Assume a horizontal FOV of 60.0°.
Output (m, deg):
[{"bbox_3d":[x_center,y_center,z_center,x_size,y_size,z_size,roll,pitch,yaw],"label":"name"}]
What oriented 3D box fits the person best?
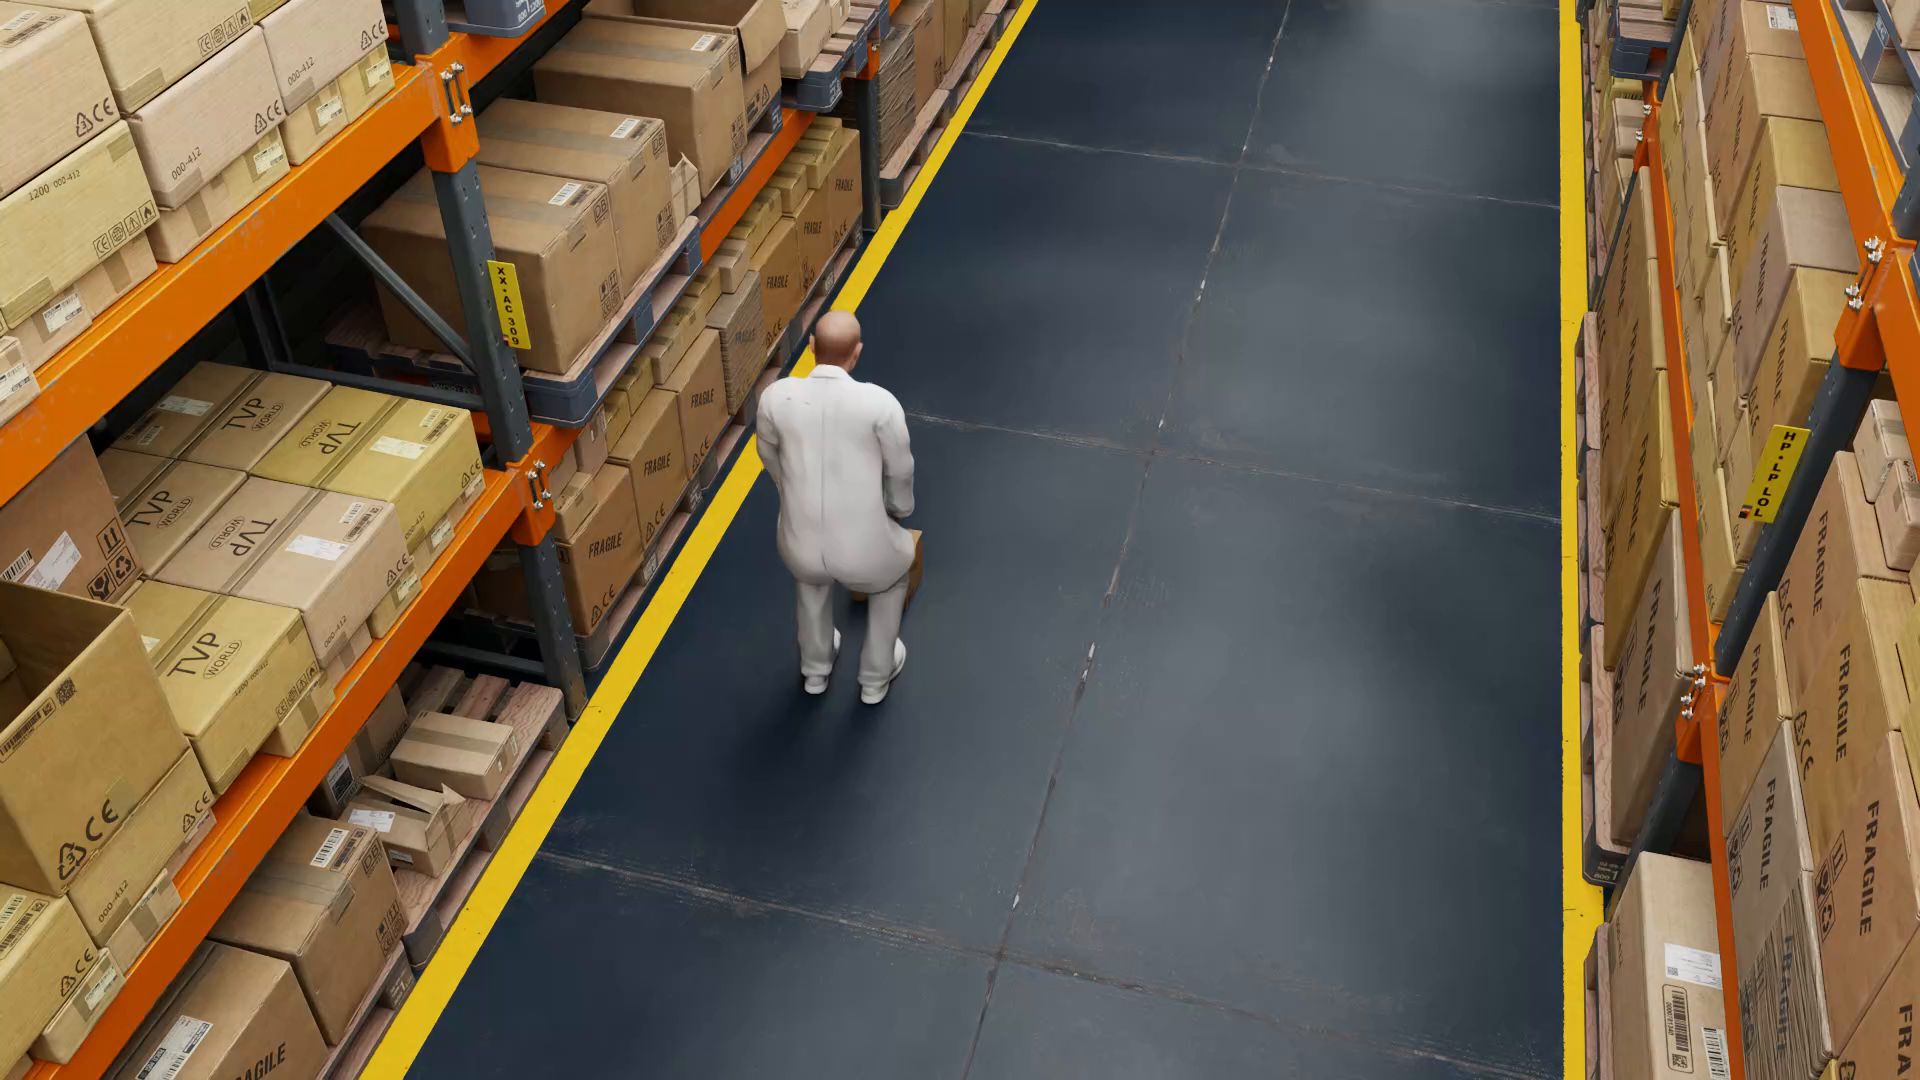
[{"bbox_3d":[-0.477,-0.090,6.397,0.617,1.618,0.543,10,41,11],"label":"person"}]
